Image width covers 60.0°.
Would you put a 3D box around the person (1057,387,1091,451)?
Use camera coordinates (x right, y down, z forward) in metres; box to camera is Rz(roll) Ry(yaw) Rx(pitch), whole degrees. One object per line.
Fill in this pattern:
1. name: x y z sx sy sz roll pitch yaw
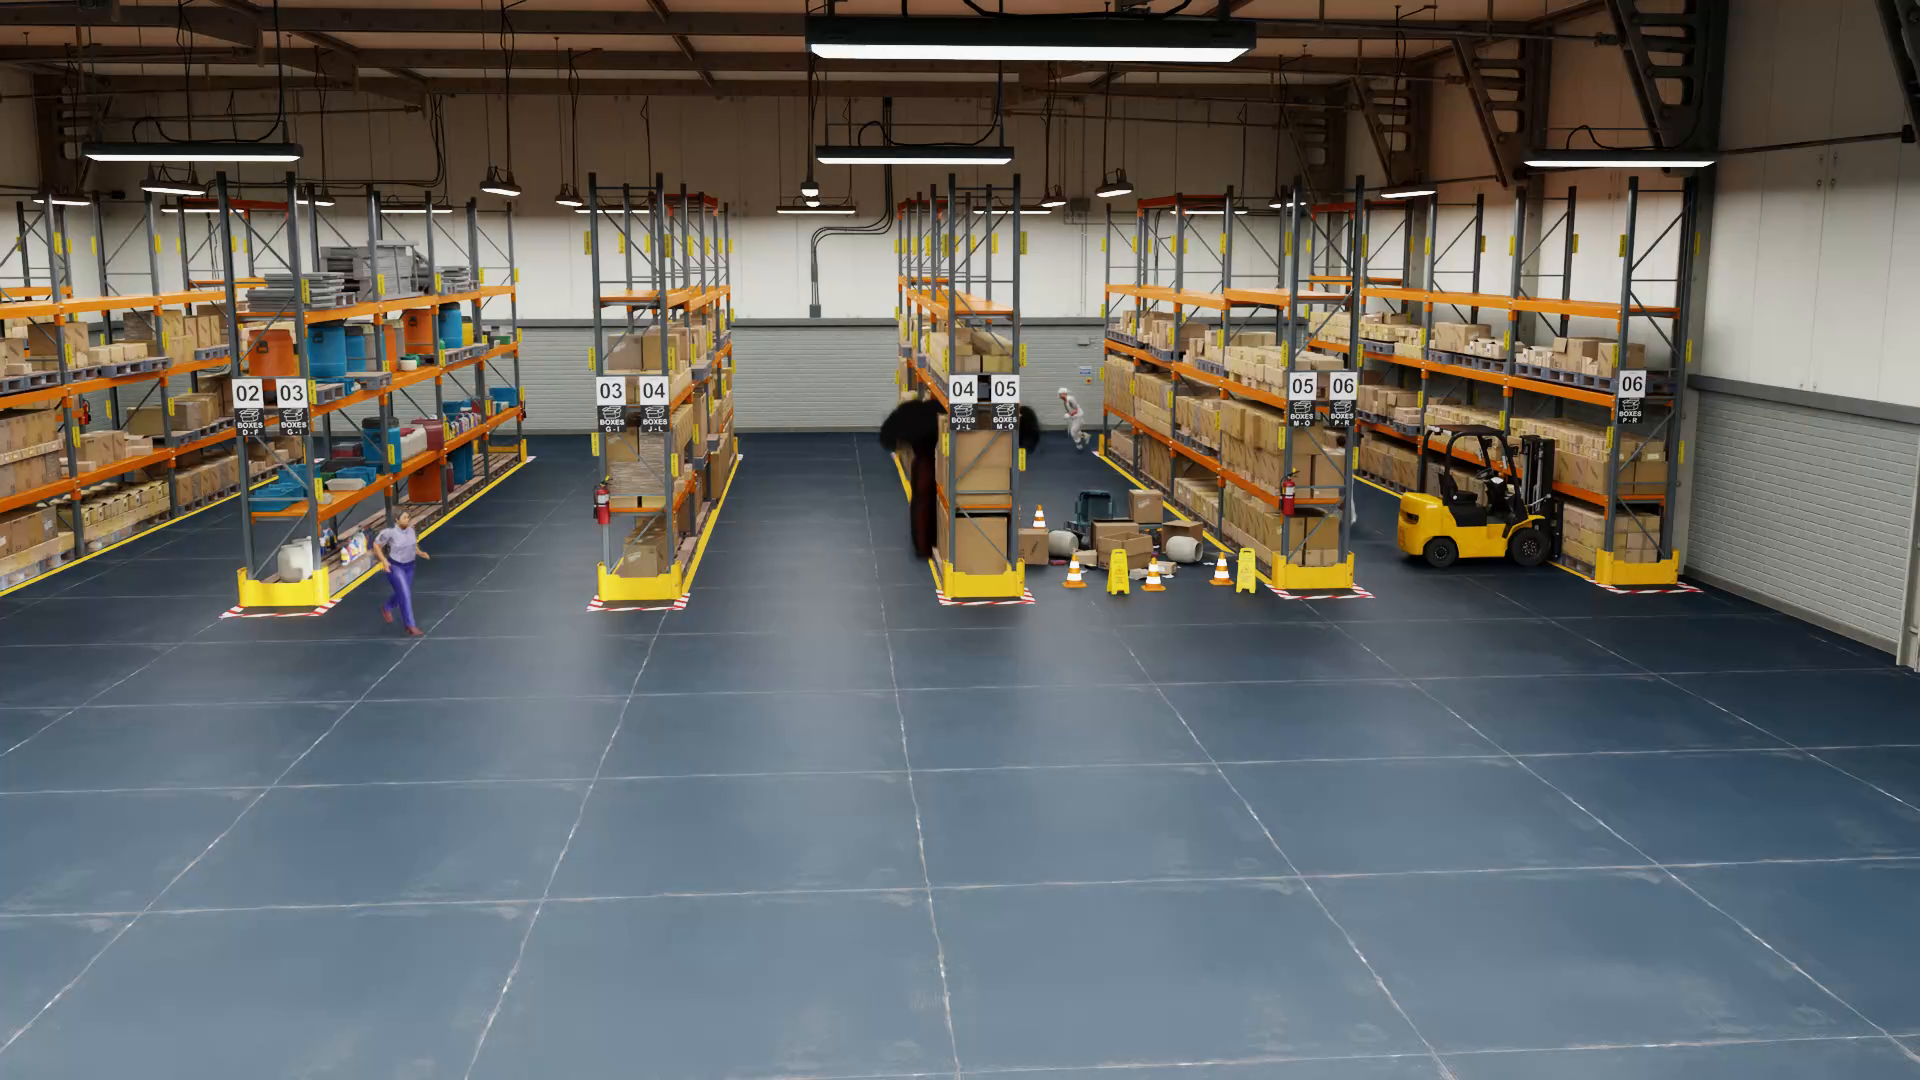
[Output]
1. person: 2.802 -3.000 41.189 0.924 1.580 0.688 -4 11 -20

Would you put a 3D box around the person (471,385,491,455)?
1. person: -11.436 -2.875 39.922 0.899 1.656 0.746 1 10 6

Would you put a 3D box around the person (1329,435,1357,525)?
1. person: 6.912 -1.058 30.033 0.561 1.621 0.955 -2 10 -10

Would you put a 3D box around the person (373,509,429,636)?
1. person: -7.381 0.410 21.794 0.909 1.647 0.566 5 11 28
